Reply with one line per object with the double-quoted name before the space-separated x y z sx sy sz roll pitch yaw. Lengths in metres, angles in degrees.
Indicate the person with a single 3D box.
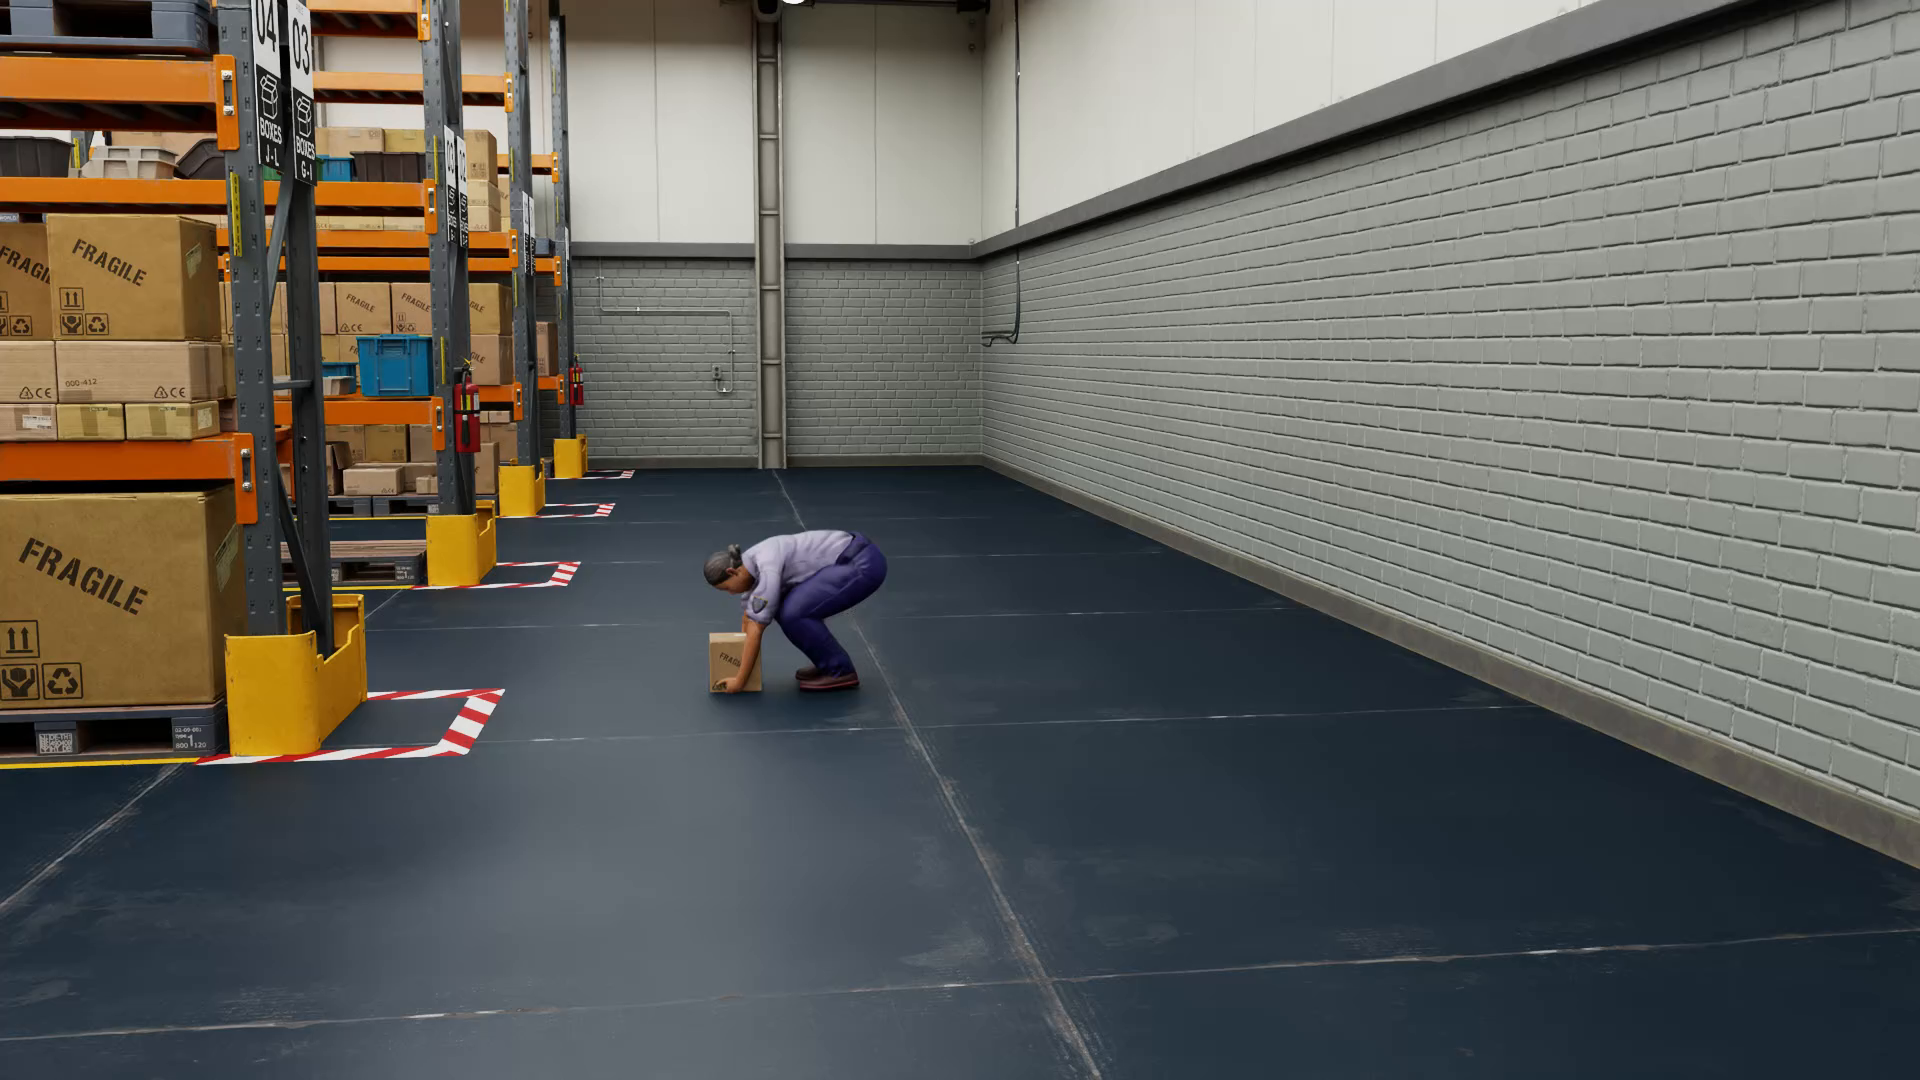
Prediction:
"person" -0.814 0.350 8.258 0.905 0.784 0.521 -1 7 -11
